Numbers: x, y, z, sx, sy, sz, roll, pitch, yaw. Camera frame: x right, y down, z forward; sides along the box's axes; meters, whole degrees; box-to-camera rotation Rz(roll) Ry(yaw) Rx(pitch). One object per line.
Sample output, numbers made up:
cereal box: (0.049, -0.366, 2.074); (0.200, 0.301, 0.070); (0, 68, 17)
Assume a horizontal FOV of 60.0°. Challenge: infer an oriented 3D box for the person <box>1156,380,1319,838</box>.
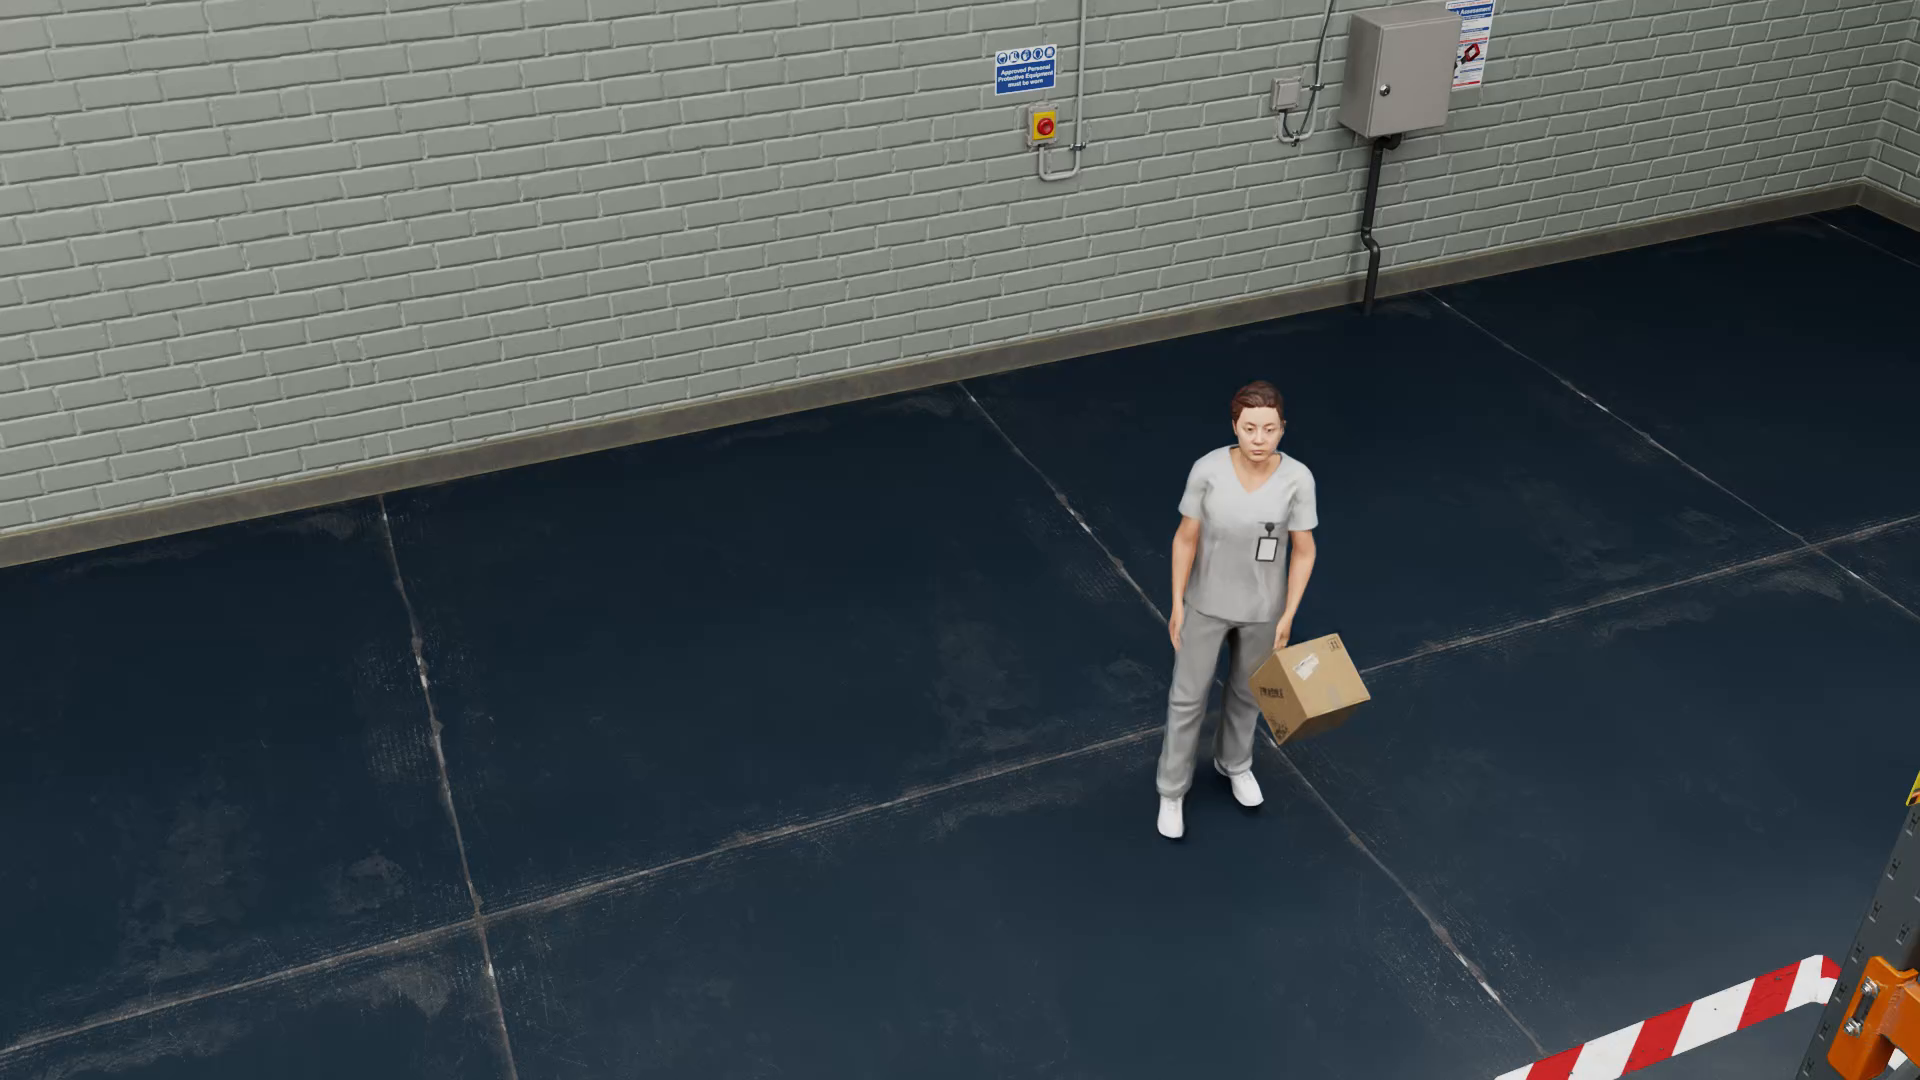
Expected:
person: (0.958, 0.262, 5.738); (0.484, 1.670, 0.549); (4, 34, 6)
